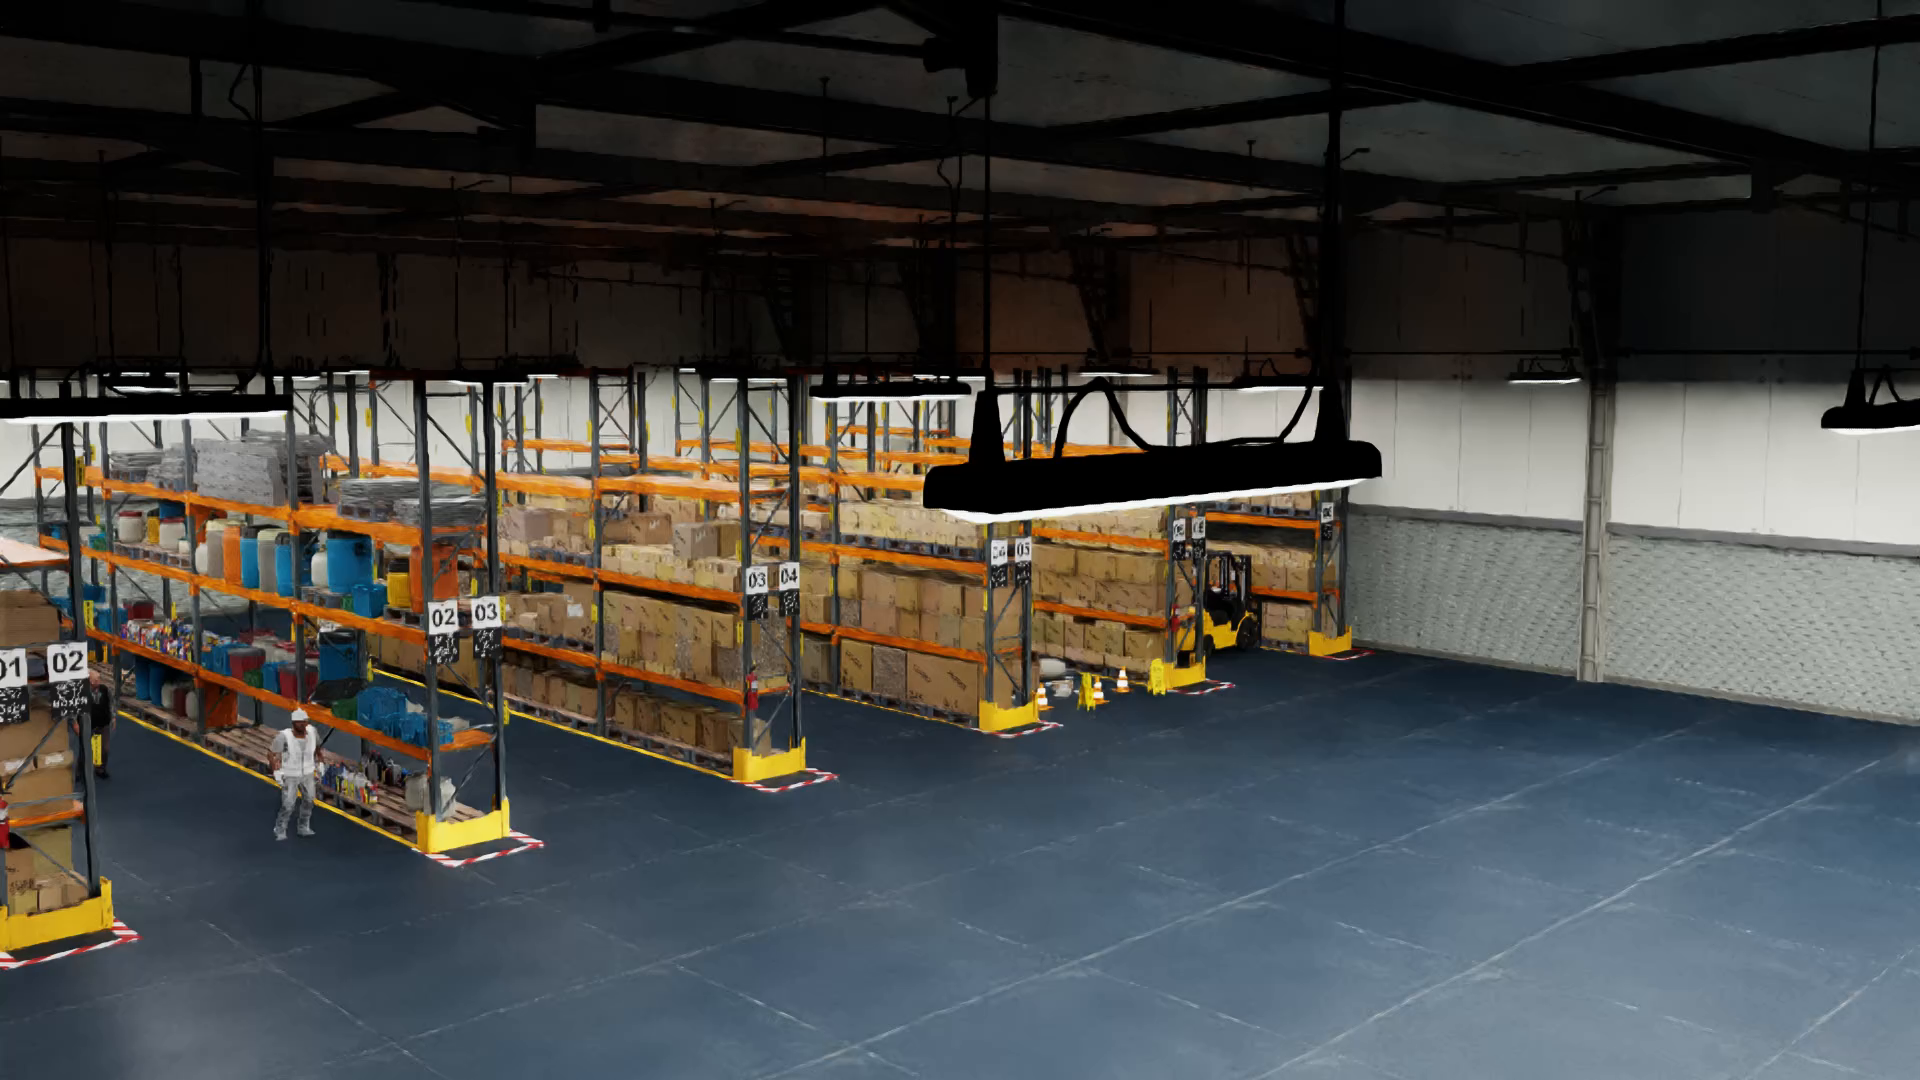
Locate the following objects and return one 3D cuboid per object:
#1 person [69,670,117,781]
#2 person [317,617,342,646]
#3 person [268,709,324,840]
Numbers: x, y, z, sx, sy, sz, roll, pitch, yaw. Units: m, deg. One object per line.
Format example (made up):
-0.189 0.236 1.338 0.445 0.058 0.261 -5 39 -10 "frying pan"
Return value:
-12.824 2.735 24.602 0.530 1.673 0.677 6 9 44 "person"
-12.009 1.917 31.744 0.530 1.668 0.449 2 7 16 "person"
-8.621 3.039 21.643 0.549 1.735 0.702 6 9 44 "person"
